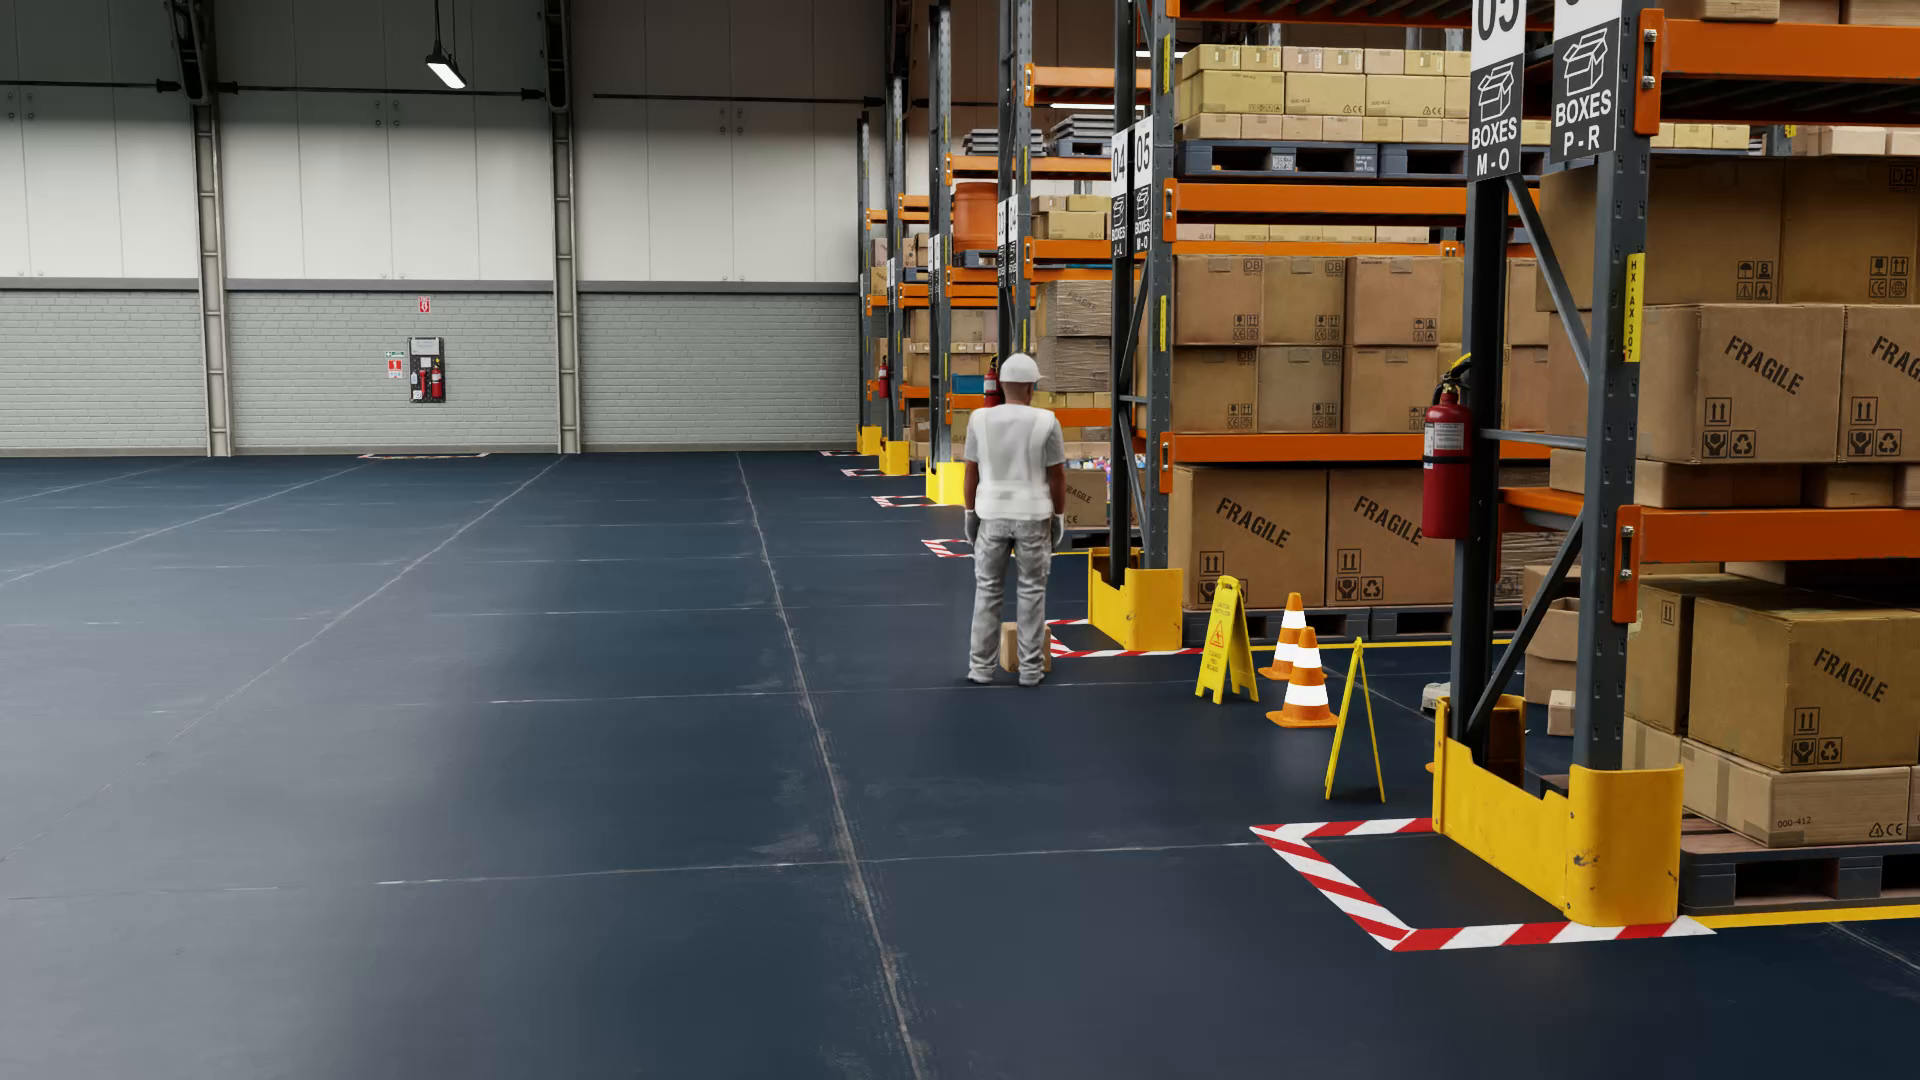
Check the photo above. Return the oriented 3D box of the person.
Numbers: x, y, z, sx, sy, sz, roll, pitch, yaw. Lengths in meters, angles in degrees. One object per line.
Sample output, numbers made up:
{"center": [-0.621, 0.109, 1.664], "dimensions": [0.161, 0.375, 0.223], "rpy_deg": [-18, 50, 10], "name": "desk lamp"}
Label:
{"center": [0.301, -0.108, 9.019], "dimensions": [0.562, 1.799, 0.390], "rpy_deg": [1, 7, 10], "name": "person"}
